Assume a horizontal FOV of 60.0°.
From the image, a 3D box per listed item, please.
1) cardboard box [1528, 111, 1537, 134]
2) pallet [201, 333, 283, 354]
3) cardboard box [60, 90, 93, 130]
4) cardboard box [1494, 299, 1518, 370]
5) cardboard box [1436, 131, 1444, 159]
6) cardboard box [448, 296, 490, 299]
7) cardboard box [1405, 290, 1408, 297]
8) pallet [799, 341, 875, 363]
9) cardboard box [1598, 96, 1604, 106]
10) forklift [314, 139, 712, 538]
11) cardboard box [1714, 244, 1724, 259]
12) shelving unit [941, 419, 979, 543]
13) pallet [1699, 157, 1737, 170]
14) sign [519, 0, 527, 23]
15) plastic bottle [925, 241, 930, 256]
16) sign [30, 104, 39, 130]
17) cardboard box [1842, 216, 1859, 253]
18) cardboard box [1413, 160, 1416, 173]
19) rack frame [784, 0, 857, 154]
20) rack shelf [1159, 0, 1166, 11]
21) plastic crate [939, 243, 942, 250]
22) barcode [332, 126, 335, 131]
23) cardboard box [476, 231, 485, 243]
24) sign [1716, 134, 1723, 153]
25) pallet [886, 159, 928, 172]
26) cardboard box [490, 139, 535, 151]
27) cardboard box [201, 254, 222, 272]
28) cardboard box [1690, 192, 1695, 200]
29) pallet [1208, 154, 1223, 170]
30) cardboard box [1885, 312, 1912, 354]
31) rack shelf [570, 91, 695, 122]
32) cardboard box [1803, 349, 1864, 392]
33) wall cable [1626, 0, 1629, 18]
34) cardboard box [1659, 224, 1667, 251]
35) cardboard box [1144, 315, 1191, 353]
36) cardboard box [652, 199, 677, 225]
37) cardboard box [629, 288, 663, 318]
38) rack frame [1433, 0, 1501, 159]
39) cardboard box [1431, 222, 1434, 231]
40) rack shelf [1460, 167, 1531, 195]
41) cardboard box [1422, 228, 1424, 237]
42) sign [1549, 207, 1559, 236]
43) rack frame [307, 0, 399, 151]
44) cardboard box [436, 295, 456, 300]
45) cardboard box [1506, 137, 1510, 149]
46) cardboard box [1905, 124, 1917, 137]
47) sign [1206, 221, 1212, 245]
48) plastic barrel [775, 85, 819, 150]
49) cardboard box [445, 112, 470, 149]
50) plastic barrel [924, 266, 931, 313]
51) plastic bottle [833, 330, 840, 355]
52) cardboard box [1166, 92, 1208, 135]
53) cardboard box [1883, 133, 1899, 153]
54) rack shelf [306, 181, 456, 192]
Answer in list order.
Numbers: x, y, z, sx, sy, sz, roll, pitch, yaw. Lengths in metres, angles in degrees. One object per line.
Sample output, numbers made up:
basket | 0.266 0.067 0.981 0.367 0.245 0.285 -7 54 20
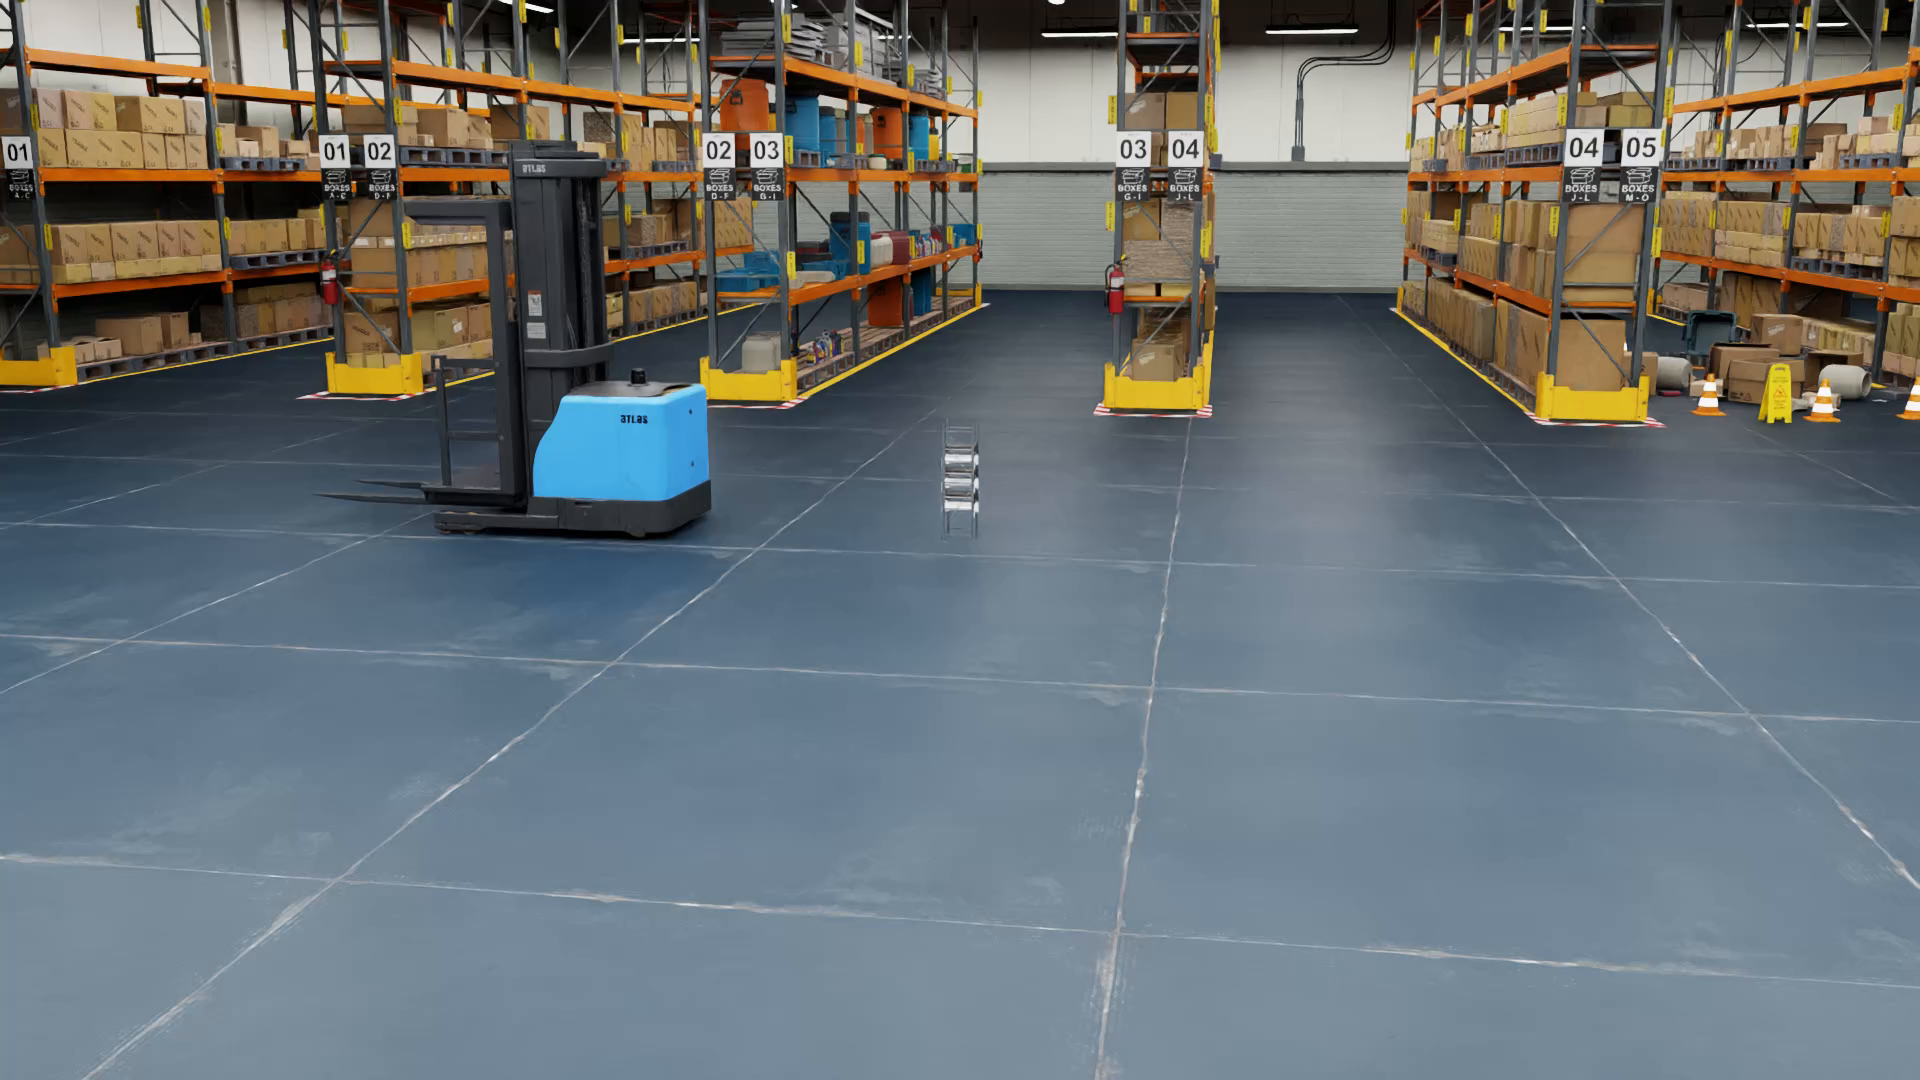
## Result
cardboard box | 7.226 -5.085 20.263 0.500 0.250 0.500 2 12 9
pallet | -11.642 -3.163 26.667 1.003 0.211 1.213 2 12 9
cardboard box | -11.949 -5.720 22.136 0.500 0.500 0.500 2 12 8
cardboard box | 7.643 -2.738 22.126 0.875 0.875 0.875 2 12 10
cardboard box | 8.872 -7.011 29.551 0.700 0.500 0.500 2 12 9
cardboard box | -7.246 -3.345 24.645 0.500 0.500 0.500 2 12 9
cardboard box | 9.222 -4.999 33.636 0.380 0.149 0.250 2 12 8
pallet | -1.889 -2.844 25.190 1.003 0.211 1.213 2 12 9
cardboard box | 7.716 -5.126 19.508 0.380 0.149 0.250 2 12 8
forklift | -3.558 -1.585 12.890 3.031 2.935 1.130 2 12 11
cardboard box | 13.617 -5.070 29.255 0.500 0.250 0.500 2 12 7
shelving unit | 0.001 -0.442 12.406 0.258 0.900 0.210 2 12 9
pallet | 14.082 -6.819 30.106 1.003 0.211 1.213 2 12 9
sign | -6.320 -7.647 24.026 0.100 0.325 0.005 2 12 9
plastic bottle | -0.636 -5.346 30.473 0.152 0.276 0.135 2 12 9
sign | -11.839 -5.407 21.268 0.100 0.325 0.005 2 12 9
cardboard box | 12.720 -4.275 23.268 0.500 0.500 0.500 2 12 11
cardboard box | 9.247 -7.397 32.931 0.500 0.250 0.500 2 12 10
rack frame | -1.971 -6.975 23.500 1.000 3.000 0.127 2 12 9
rack shelf | 3.846 -9.337 28.276 1.077 0.370 4.000 2 12 9
plastic crate | -0.528 -5.701 32.309 0.396 0.136 0.243 2 12 9
barcode | -7.910 -5.200 21.003 0.001 0.075 0.075 2 12 9
cardboard box | -6.892 -4.242 23.280 0.380 0.149 0.250 2 12 10
sign | 13.397 -7.002 29.328 0.100 0.325 0.005 2 12 9
pallet | -1.142 -6.405 28.423 1.003 0.211 1.213 2 12 9
cardboard box | -6.761 -5.930 25.129 0.500 0.250 0.500 3 13 15
cardboard box | -11.534 -4.192 25.132 0.500 0.250 0.500 2 12 9
cardboard box | 13.960 -6.471 31.251 0.380 0.149 0.250 2 12 9
pallet | 3.123 -5.382 23.671 1.213 0.211 1.003 2 12 9
cardboard box | 12.358 -2.675 21.534 0.500 0.500 0.500 2 12 11
rack shelf | -5.942 -7.838 30.161 1.077 0.370 4.000 2 12 9
cardboard box | 11.206 -2.161 21.330 0.500 0.500 0.500 -10 16 -40
wall cable | 14.121 -13.444 37.853 2.355 3.000 0.029 2 12 9
cardboard box | 14.203 -6.017 33.057 0.500 0.500 0.500 2 12 8
cardboard box | 3.039 -3.002 24.194 0.700 0.500 0.500 1 12 4
cardboard box | -5.813 -6.520 33.019 0.500 0.500 0.500 2 12 9
cardboard box | -5.740 -4.329 30.348 0.500 0.500 0.500 2 12 8
rack frame | 9.039 -8.298 29.639 1.000 3.000 0.127 2 12 9
cardboard box | 8.326 -5.403 28.630 0.380 0.149 0.250 2 12 11
rack shelf | 8.116 -5.231 24.235 1.077 0.370 4.000 2 12 9
cardboard box | 8.524 -5.526 29.911 0.380 0.149 0.250 2 12 10
sign | 6.659 -3.570 18.628 0.100 0.325 0.005 2 12 9
rack frame | -7.480 -6.304 20.384 1.000 3.000 0.127 2 12 9
cardboard box | -10.501 -5.044 32.883 0.750 0.750 0.750 2 12 9
cardboard box | 7.417 -5.233 21.899 0.380 0.149 0.250 2 12 8
cardboard box | 12.344 -5.239 21.268 0.380 0.149 0.250 2 12 8
sign | 3.460 -4.289 23.222 0.100 0.325 0.005 2 12 9
plastic barrel | -2.230 -5.756 22.773 0.600 0.901 0.708 2 12 9
cardboard box | -7.243 -5.656 22.922 0.797 0.503 0.637 3 13 15
plastic barrel | -0.841 -4.775 31.513 0.600 0.901 0.708 2 12 9
plastic bottle | -1.785 -2.819 23.699 0.144 0.351 0.185 2 12 7
cardboard box | 2.803 -5.255 20.506 0.500 0.500 0.500 2 12 8
cardboard box | 12.662 -5.286 22.138 0.500 0.250 0.500 2 12 8
rack shelf | -10.837 -6.727 31.176 1.077 0.370 4.000 2 12 9
